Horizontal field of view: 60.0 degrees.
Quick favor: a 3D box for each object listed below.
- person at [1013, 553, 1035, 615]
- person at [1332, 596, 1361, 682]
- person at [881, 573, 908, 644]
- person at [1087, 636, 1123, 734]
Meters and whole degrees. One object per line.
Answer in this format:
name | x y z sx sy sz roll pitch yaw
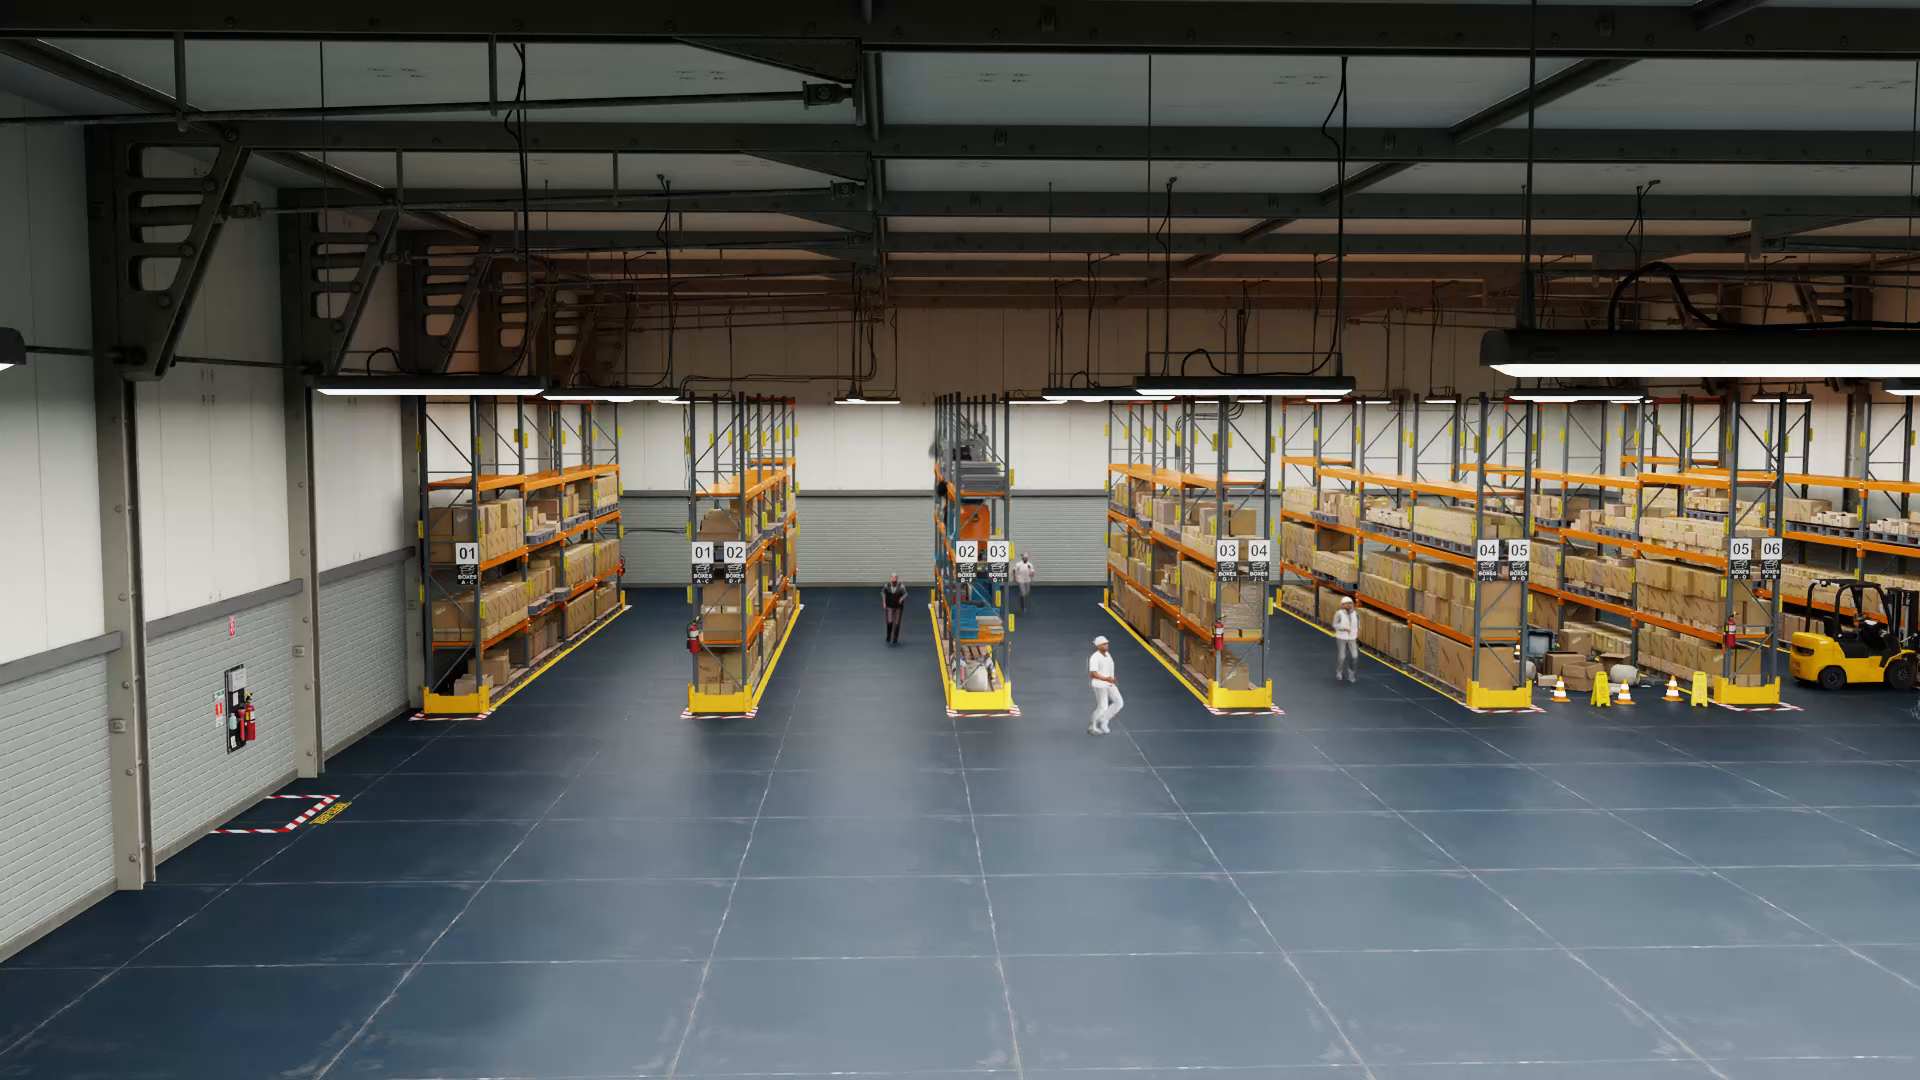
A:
person | 1.776 1.211 45.909 0.539 1.746 0.827 -1 5 -16
person | 8.076 2.084 34.665 0.671 1.834 0.733 -1 5 -7
person | -1.577 1.656 40.146 0.661 1.709 0.677 0 5 -2
person | 2.526 2.534 29.000 0.639 1.728 0.712 3 6 34
